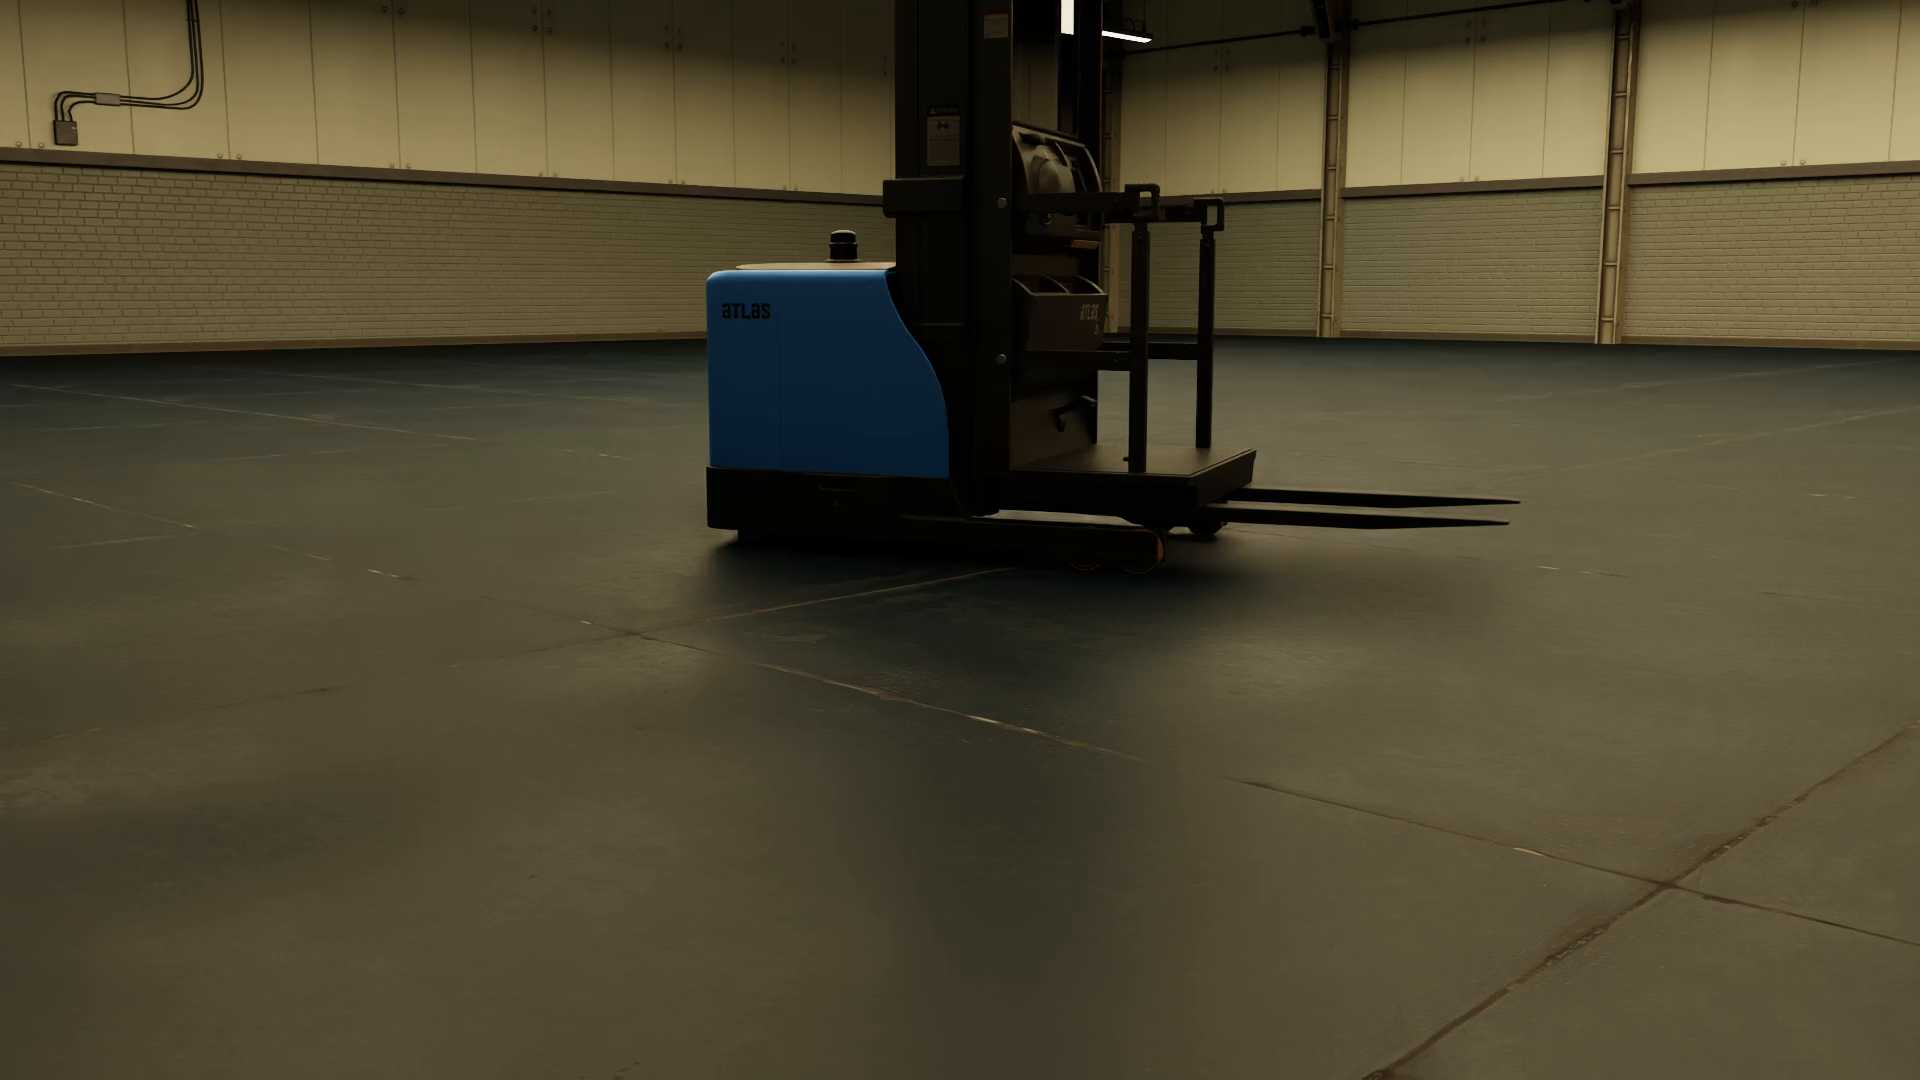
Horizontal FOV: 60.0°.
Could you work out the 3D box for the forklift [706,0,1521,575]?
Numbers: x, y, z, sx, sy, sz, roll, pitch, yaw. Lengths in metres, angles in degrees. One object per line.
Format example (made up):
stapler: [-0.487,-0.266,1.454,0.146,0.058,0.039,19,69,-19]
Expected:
forklift: [0.565,-1.416,6.275,3.031,2.935,1.130,3,9,22]
